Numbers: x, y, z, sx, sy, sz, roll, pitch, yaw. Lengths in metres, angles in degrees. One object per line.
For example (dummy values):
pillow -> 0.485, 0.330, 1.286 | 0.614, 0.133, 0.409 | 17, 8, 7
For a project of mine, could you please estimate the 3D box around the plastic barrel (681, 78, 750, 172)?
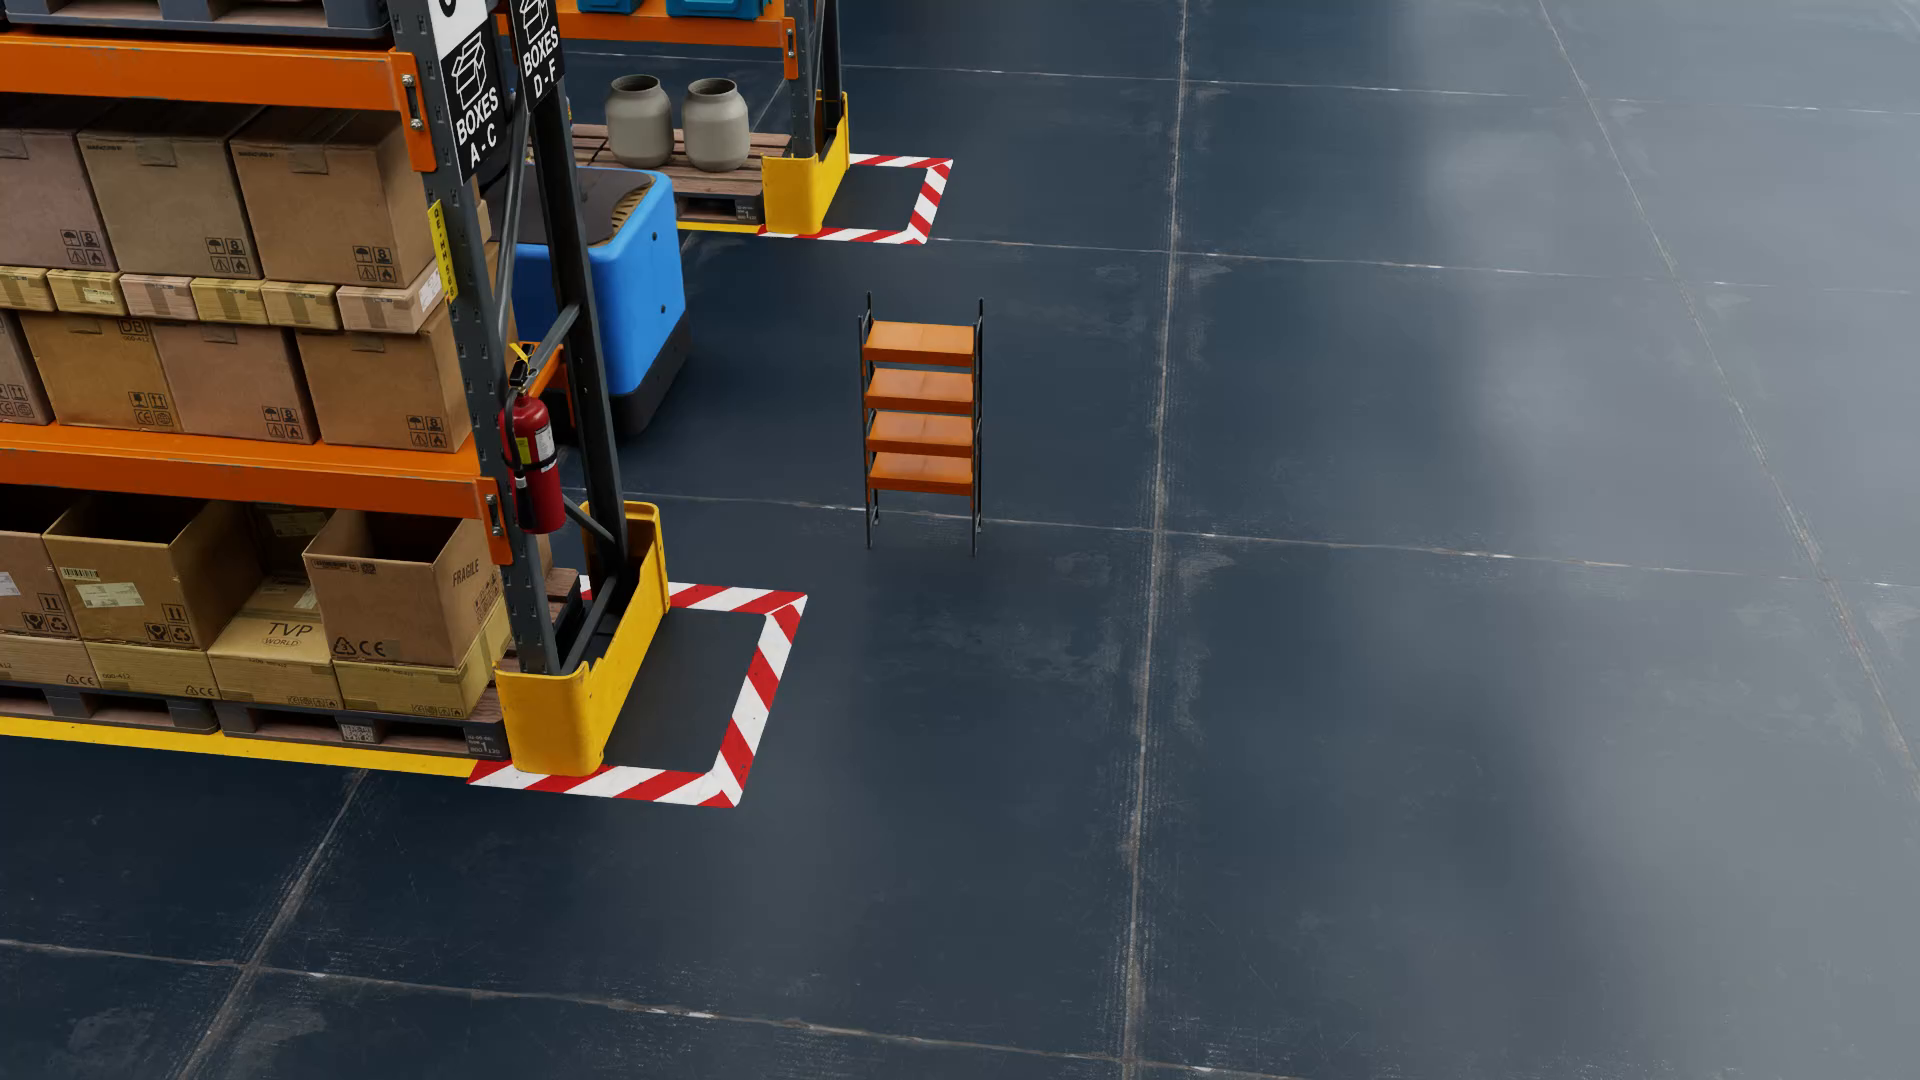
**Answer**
plastic barrel -> -1.569, -2.663, 10.679 | 0.421, 0.512, 0.421 | 0, 36, 0

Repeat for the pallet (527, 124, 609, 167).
pallet -> -3.000, -2.498, 11.069 | 1.213, 0.211, 1.003 | 4, 36, 6

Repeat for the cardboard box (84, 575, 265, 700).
cardboard box -> -3.105, 0.367, 6.659 | 0.500, 0.250, 0.500 | 4, 36, 6

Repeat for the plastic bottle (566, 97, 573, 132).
plastic bottle -> -2.665, -2.882, 11.176 | 0.097, 0.271, 0.097 | 0, 36, 0

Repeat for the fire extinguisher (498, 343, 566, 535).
fire extinguisher -> -1.483, -0.338, 5.708 | 0.183, 0.674, 0.296 | 4, 36, 6

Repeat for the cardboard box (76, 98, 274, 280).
cardboard box -> -2.578, -1.296, 5.781 | 0.500, 0.500, 0.700 | 3, 36, 5

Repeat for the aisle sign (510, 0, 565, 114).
aisle sign -> -1.437, -1.876, 5.558 | 0.004, 0.787, 0.394 | 4, 36, 6

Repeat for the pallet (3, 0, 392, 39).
pallet -> -2.239, -1.898, 5.322 | 1.213, 0.211, 1.003 | 4, 36, 6

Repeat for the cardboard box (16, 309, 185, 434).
cardboard box -> -3.016, -0.805, 6.209 | 0.500, 0.500, 0.700 | 4, 36, 6

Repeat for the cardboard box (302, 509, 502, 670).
cardboard box -> -2.111, 0.129, 6.347 | 0.500, 0.500, 0.500 | 4, 36, 6

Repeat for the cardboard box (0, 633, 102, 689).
cardboard box -> -3.600, 0.329, 6.713 | 0.500, 0.250, 0.500 | 4, 36, 6

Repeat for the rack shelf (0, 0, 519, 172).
rack shelf -> -3.525, -1.722, 5.618 | 4.000, 0.370, 1.077 | 4, 36, 6

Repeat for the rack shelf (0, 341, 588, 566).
rack shelf -> -3.525, -0.501, 6.489 | 4.000, 0.370, 1.077 | 4, 36, 6

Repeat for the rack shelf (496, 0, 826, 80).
rack shelf -> -2.891, -3.355, 10.488 | 4.000, 0.370, 1.077 | 4, 36, 6

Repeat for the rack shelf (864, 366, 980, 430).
rack shelf -> -0.164, -0.628, 7.328 | 0.480, 0.148, 0.258 | 4, 36, 6

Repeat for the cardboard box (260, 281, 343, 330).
cardboard box -> -2.205, -0.888, 5.767 | 0.250, 0.149, 0.380 | 5, 36, 7

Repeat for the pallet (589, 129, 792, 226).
pallet -> -1.793, -2.406, 10.940 | 1.213, 0.211, 1.003 | 4, 36, 6

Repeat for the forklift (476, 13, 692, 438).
forklift -> -3.027, -2.072, 8.131 | 3.031, 2.935, 1.130 | 5, 36, 7

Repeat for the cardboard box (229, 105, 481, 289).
cardboard box -> -2.055, -1.261, 5.731 | 0.500, 0.500, 0.700 | 4, 36, 6

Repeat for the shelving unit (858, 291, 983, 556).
shelving unit -> -0.164, -0.501, 7.419 | 0.503, 1.200, 0.258 | 4, 36, 6

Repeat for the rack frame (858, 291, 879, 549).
rack frame -> -0.406, -0.519, 7.444 | 0.015, 1.200, 0.240 | 4, 36, 6

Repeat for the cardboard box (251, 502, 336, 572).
cardboard box -> -2.541, -0.207, 6.817 | 0.500, 0.500, 0.500 | 4, 36, 6

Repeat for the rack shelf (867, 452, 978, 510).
rack shelf -> -0.164, -0.284, 7.573 | 0.480, 0.148, 0.258 | 4, 36, 6

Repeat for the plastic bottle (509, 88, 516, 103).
plastic bottle -> -3.005, -2.907, 11.211 | 0.097, 0.271, 0.097 | 0, 36, 0

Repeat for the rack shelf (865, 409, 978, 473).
rack shelf -> -0.164, -0.446, 7.458 | 0.480, 0.148, 0.258 | 4, 36, 6

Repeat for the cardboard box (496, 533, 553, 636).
cardboard box -> -2.045, 0.134, 6.985 | 0.500, 0.250, 0.500 | 4, 36, 6

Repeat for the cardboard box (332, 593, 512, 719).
cardboard box -> -2.111, 0.433, 6.567 | 0.500, 0.250, 0.500 | 4, 36, 6

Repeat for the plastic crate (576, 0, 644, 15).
plastic crate -> -2.085, -3.355, 9.997 | 0.408, 0.251, 0.499 | 4, 36, 6

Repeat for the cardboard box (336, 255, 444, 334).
cardboard box -> -1.945, -0.869, 5.741 | 0.250, 0.149, 0.380 | 4, 36, 5

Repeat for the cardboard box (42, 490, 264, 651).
cardboard box -> -3.105, 0.063, 6.439 | 0.500, 0.500, 0.500 | 4, 36, 6

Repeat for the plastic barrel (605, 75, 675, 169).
plastic barrel -> -2.067, -2.700, 10.731 | 0.421, 0.512, 0.421 | 0, 36, 0

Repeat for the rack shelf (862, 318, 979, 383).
rack shelf -> -0.164, -0.820, 7.190 | 0.480, 0.148, 0.258 | 4, 36, 6

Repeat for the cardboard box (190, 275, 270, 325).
cardboard box -> -2.458, -0.907, 5.794 | 0.250, 0.149, 0.380 | 4, 36, 5

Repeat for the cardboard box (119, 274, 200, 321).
cardboard box -> -2.707, -0.927, 5.822 | 0.250, 0.149, 0.380 | 5, 36, 7

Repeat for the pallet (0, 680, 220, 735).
pallet -> -3.512, 0.365, 7.057 | 1.213, 0.211, 1.003 | 4, 36, 6

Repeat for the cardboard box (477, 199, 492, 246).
cardboard box -> -1.903, -1.104, 6.070 | 0.250, 0.149, 0.380 | 4, 36, 6

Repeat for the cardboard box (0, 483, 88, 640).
cardboard box -> -3.601, 0.026, 6.492 | 0.500, 0.500, 0.500 | 4, 36, 6

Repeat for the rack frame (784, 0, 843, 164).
rack frame -> -0.907, -3.500, 10.072 | 0.127, 3.000, 1.000 | 4, 36, 6

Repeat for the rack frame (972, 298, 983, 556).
rack frame -> 0.078, -0.483, 7.393 | 0.015, 1.200, 0.240 | 4, 36, 6

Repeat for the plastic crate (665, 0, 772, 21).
plastic crate -> -1.441, -3.304, 9.925 | 0.616, 0.251, 0.499 | 4, 36, 6

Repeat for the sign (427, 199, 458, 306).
sign -> -1.624, -0.902, 5.231 | 0.005, 0.325, 0.100 | 4, 36, 6

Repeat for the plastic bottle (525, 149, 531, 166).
plastic bottle -> -2.784, -2.423, 10.593 | 0.097, 0.201, 0.097 | 0, 36, 0

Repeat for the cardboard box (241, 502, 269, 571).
cardboard box -> -3.039, -0.236, 6.859 | 0.500, 0.500, 0.500 | 4, 36, 6

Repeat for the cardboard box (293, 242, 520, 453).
cardboard box -> -2.003, -0.729, 6.103 | 0.500, 0.500, 0.700 | 4, 36, 6

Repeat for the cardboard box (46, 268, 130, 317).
cardboard box -> -2.968, -0.946, 5.848 | 0.250, 0.149, 0.380 | 5, 36, 7

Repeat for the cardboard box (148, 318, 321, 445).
cardboard box -> -2.524, -0.765, 6.153 | 0.500, 0.500, 0.700 | 5, 36, 7

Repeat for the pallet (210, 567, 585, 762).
pallet -> -2.305, 0.457, 6.929 | 1.213, 0.211, 1.003 | 4, 36, 6

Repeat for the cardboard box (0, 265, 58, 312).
cardboard box -> -3.229, -0.964, 5.874 | 0.250, 0.149, 0.380 | 5, 36, 7

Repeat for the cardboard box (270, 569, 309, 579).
cardboard box -> -2.541, 0.100, 7.034 | 0.500, 0.250, 0.500 | 4, 36, 6

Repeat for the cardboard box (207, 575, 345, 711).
cardboard box -> -2.608, 0.403, 6.609 | 0.500, 0.250, 0.500 | 4, 36, 6

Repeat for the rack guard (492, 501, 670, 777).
rack guard -> -1.518, 0.373, 6.797 | 0.348, 0.500, 1.175 | 4, 36, 6

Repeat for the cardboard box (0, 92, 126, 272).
cardboard box -> -3.078, -1.333, 5.833 | 0.500, 0.500, 0.700 | 4, 36, 6

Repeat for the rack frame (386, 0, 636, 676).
rack frame -> -1.541, -0.646, 6.073 | 0.127, 3.000, 1.000 | 4, 36, 6

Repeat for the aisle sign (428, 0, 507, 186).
aisle sign -> -1.514, -1.530, 5.074 | 0.004, 0.787, 0.394 | 4, 36, 6

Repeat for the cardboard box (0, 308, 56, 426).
cardboard box -> -3.539, -0.842, 6.261 | 0.500, 0.500, 0.700 | 5, 36, 7

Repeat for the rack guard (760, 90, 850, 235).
rack guard -> -0.988, -2.461, 10.768 | 0.348, 0.500, 1.175 | 4, 36, 6

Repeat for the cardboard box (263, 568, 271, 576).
cardboard box -> -3.037, 0.062, 7.086 | 0.500, 0.250, 0.500 | 4, 36, 6
